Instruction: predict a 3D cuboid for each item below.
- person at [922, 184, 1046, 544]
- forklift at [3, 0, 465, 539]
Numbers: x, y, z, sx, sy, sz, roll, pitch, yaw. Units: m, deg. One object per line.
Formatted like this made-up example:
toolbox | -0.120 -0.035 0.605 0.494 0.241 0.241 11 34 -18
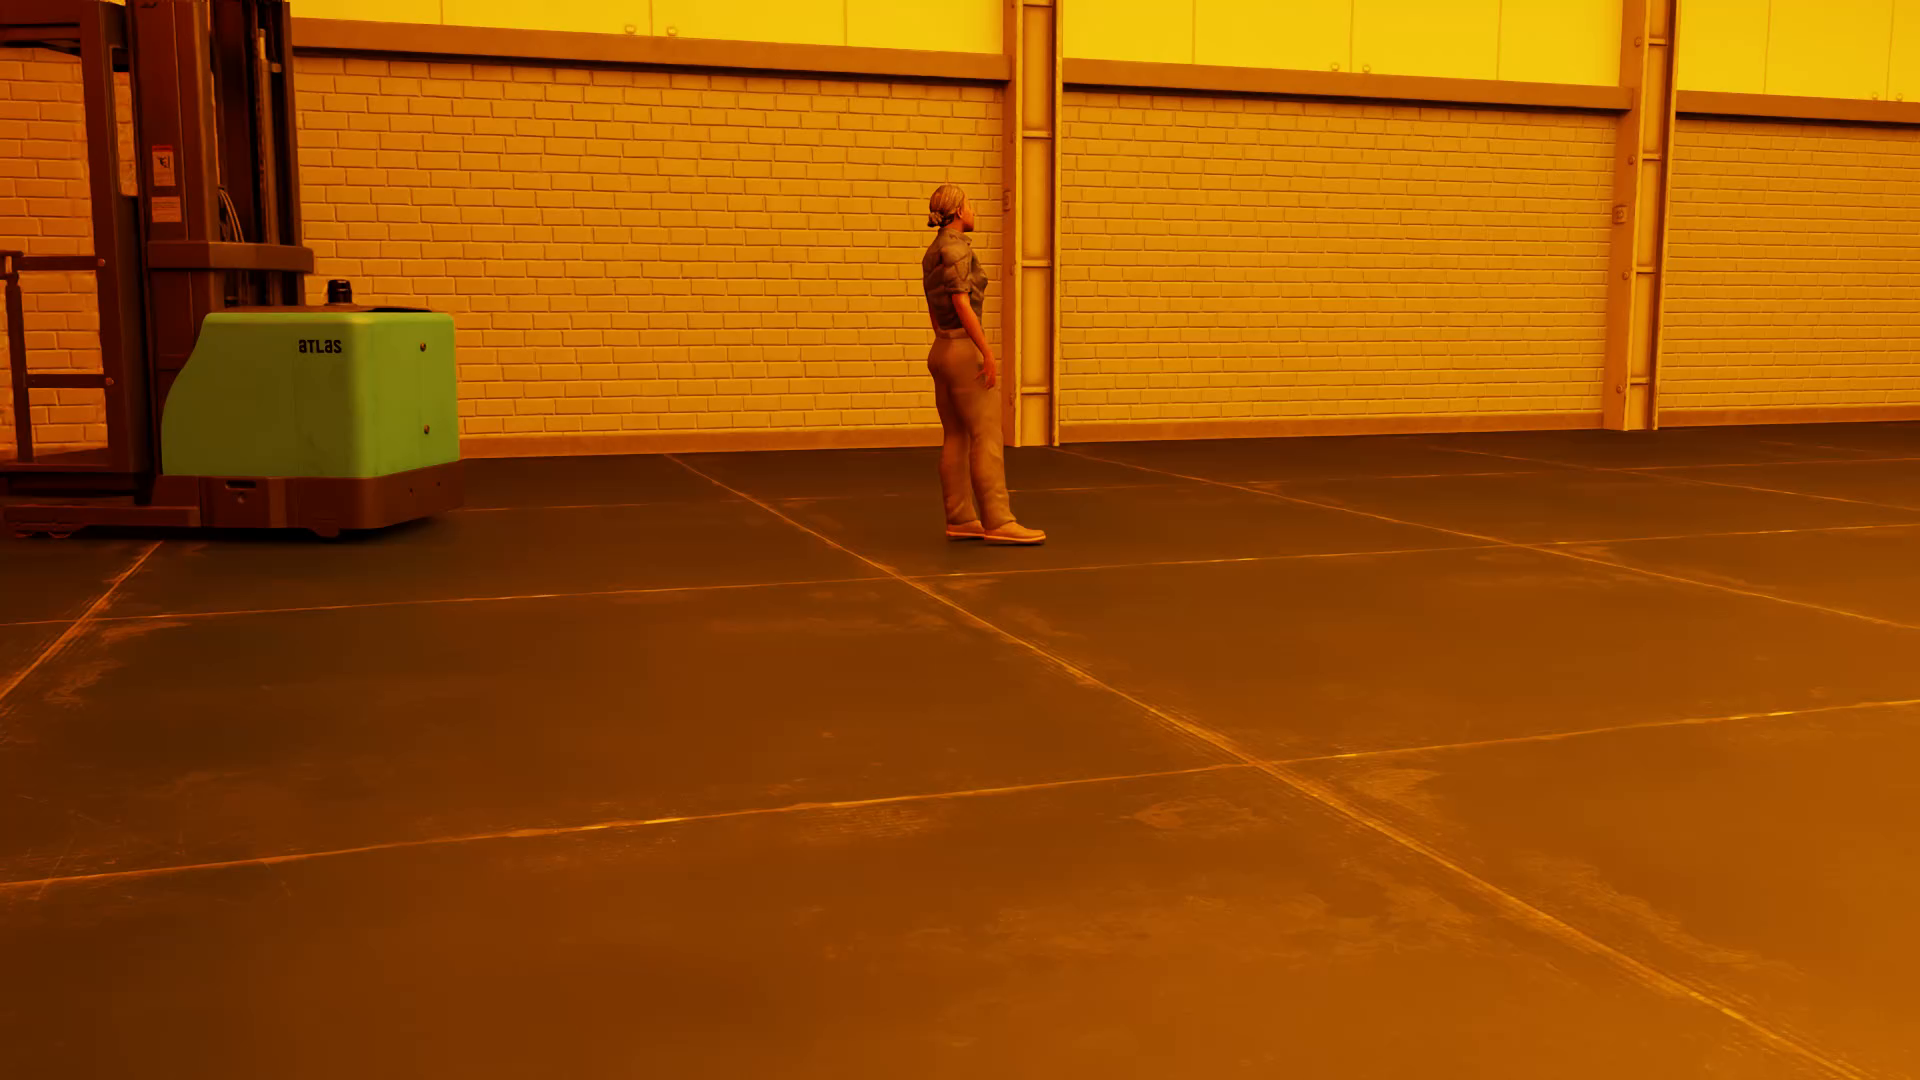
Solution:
person | 0.089 -0.828 7.821 0.503 1.656 0.570 -3 8 -18
forklift | -4.147 -1.527 8.274 3.031 2.935 1.130 1 8 8
